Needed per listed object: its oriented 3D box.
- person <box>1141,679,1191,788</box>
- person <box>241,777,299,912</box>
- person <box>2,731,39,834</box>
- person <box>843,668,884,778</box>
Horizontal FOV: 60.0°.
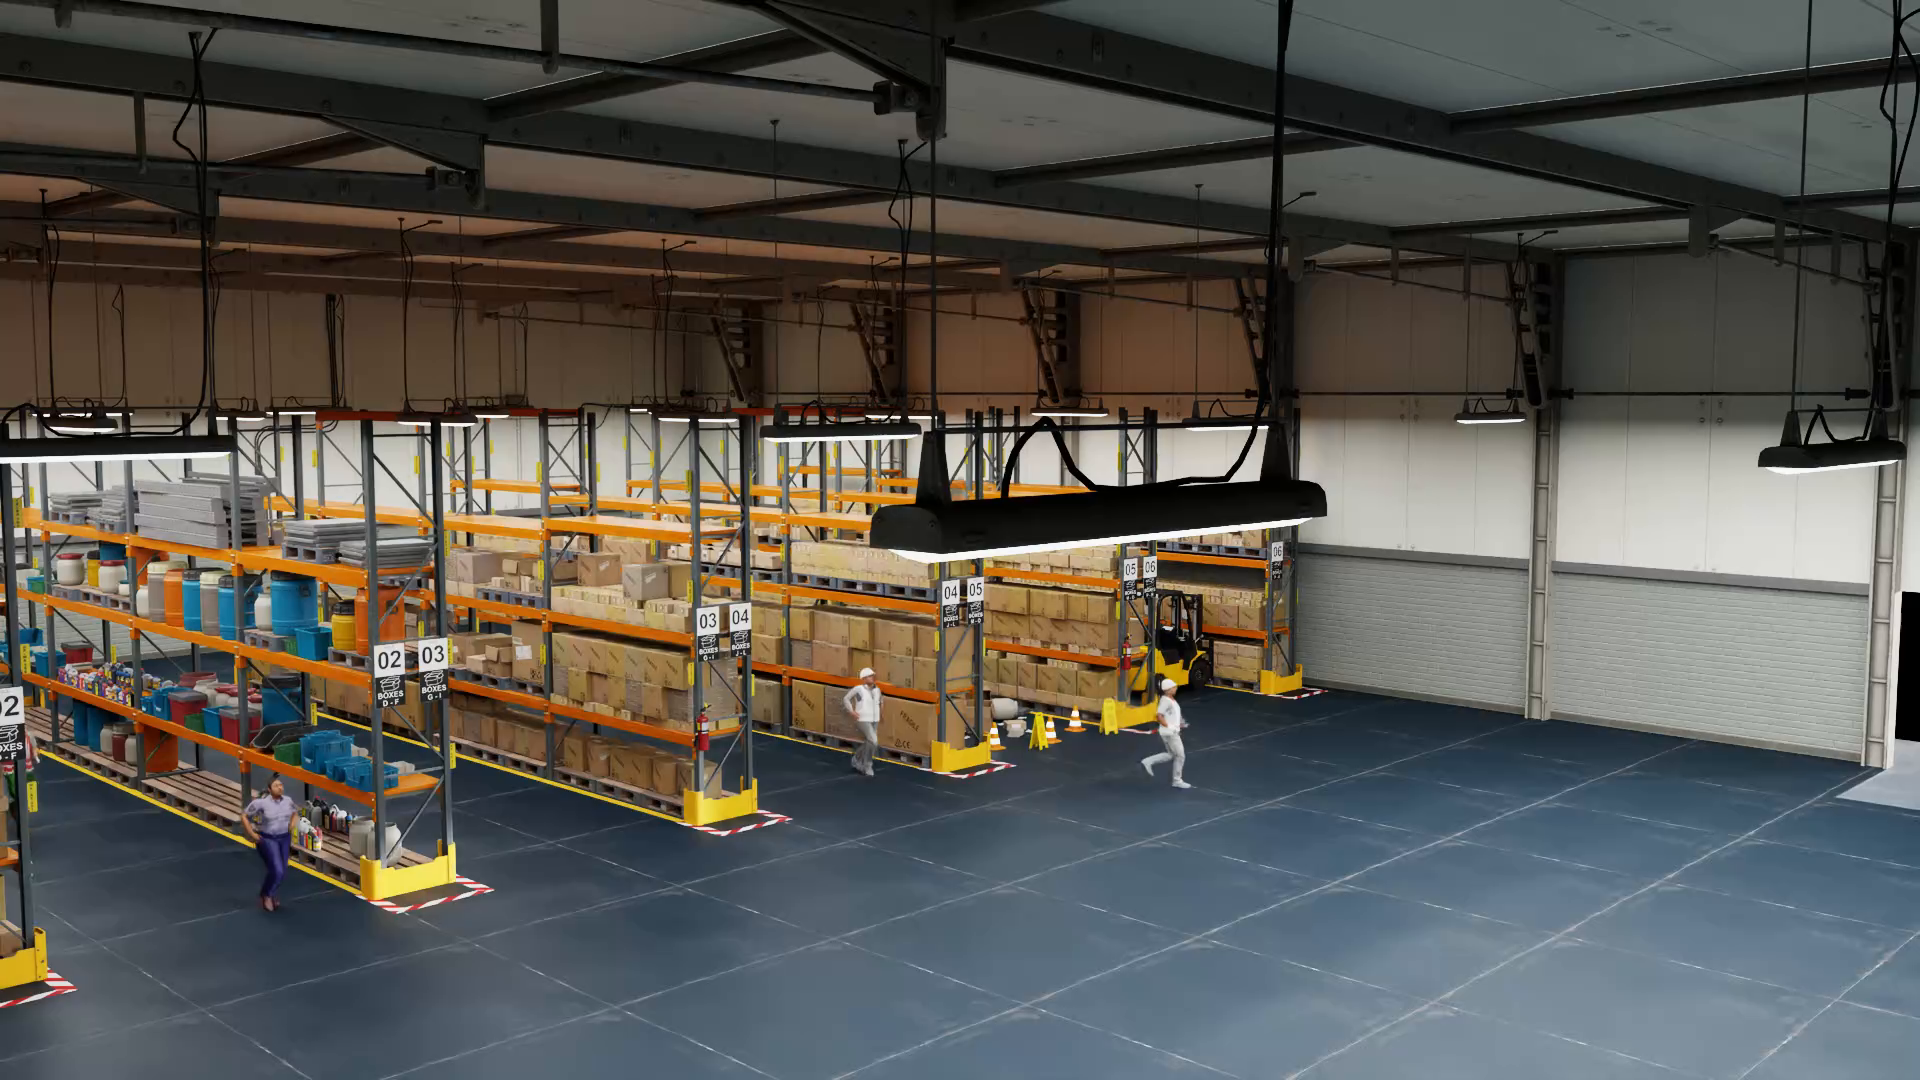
[{"bbox_3d":[3.314,3.103,26.697,0.803,1.762,0.680,1,5,6],"label":"person"},{"bbox_3d":[-8.383,3.726,20.369,0.607,1.617,0.665,4,6,35],"label":"person"},{"bbox_3d":[-13.568,3.344,23.903,0.780,1.748,0.663,3,6,34],"label":"person"},{"bbox_3d":[-1.530,3.013,27.596,0.701,1.788,0.709,5,7,44],"label":"person"}]
